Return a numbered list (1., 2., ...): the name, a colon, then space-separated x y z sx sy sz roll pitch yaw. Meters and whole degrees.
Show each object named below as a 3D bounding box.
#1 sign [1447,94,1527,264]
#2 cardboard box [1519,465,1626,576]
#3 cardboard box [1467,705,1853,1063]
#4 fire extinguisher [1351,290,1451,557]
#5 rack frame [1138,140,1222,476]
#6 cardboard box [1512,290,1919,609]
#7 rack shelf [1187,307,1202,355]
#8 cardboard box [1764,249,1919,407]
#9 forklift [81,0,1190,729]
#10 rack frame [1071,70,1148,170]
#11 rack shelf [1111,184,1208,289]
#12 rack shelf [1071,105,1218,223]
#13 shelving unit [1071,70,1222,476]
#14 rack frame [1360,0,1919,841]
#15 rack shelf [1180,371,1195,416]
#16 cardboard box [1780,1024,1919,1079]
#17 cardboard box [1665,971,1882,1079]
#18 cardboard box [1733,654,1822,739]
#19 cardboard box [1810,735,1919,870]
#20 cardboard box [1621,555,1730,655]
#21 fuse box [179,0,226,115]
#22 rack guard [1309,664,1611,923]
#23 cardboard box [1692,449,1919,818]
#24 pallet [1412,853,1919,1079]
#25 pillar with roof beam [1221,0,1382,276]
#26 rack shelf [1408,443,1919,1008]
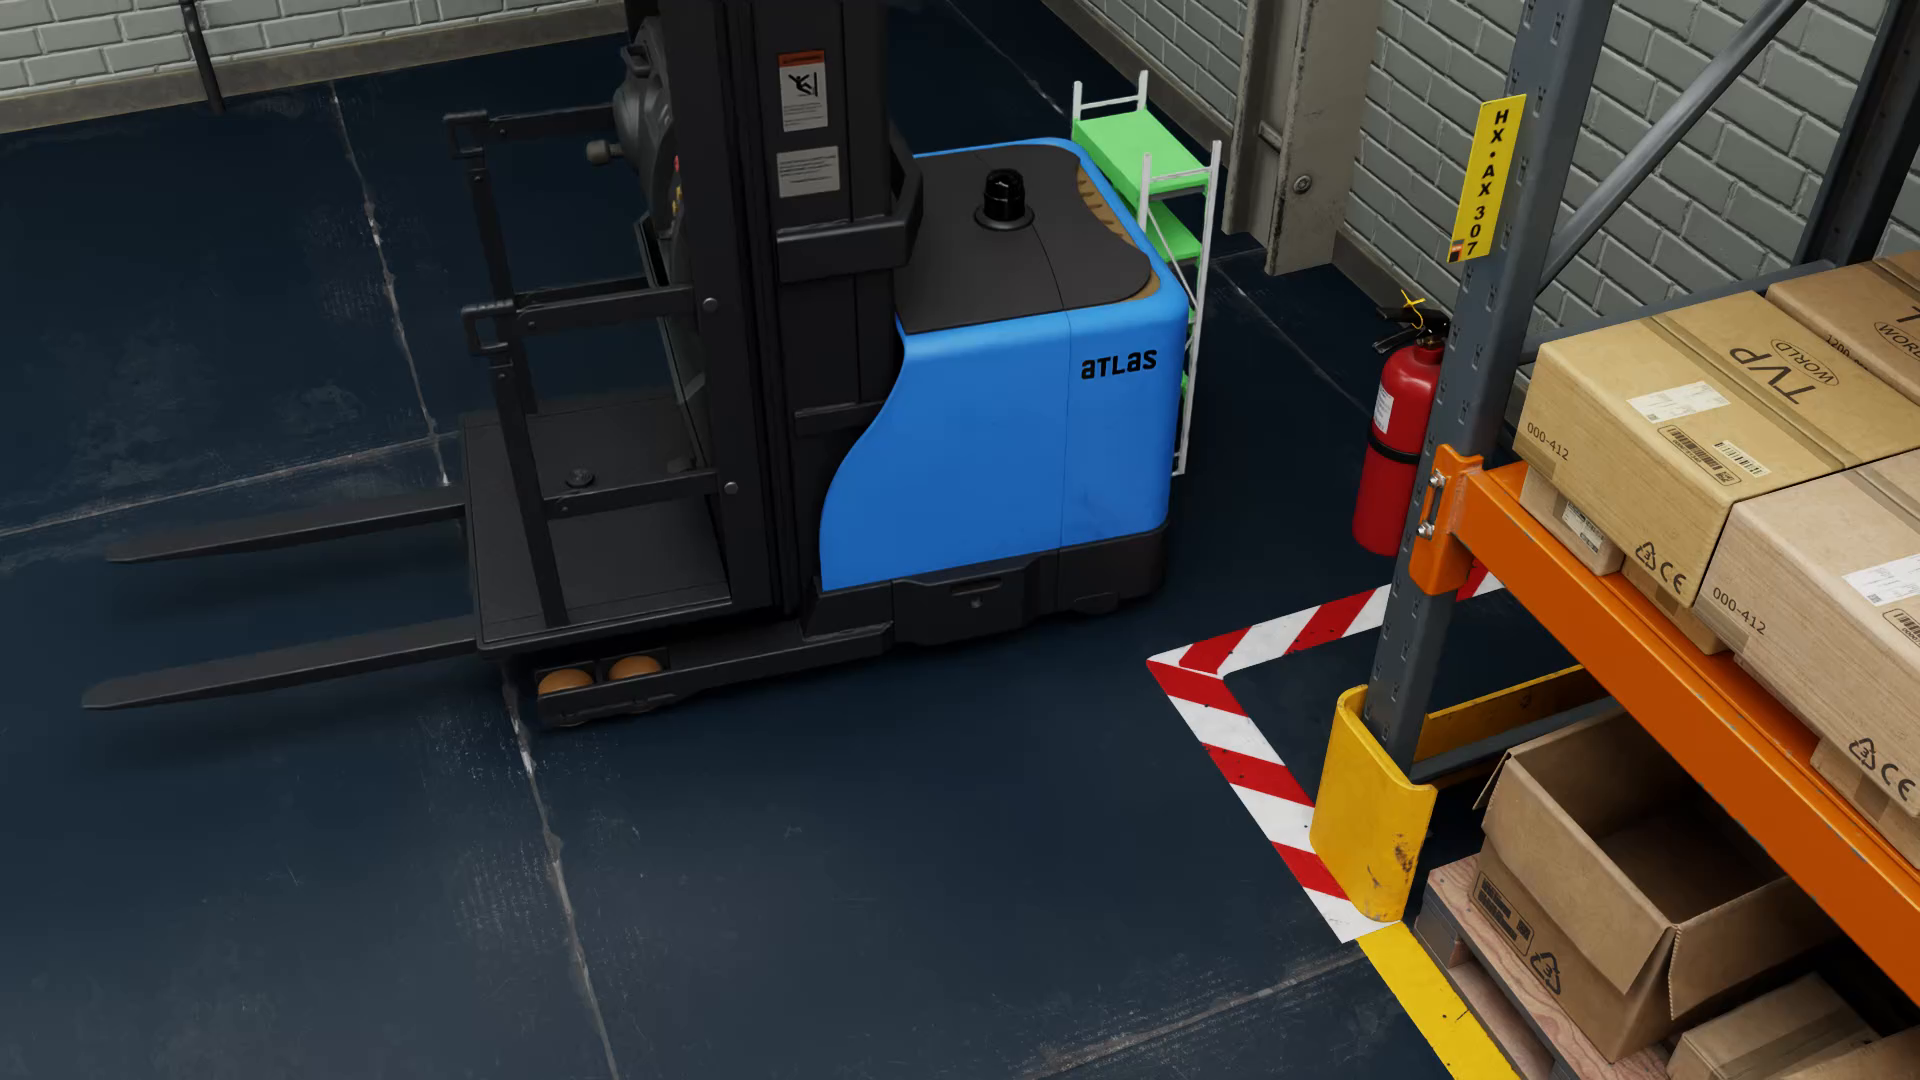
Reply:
1. sign: 0.967 -0.658 3.051 0.100 0.325 0.005 -15 43 -17
2. cardboard box: 1.341 -0.104 3.263 0.380 0.149 0.250 -15 43 -17
3. cardboard box: 1.615 0.714 3.712 0.797 0.503 0.637 -17 43 -19
4. fire extinguisher: 0.985 -0.268 3.607 0.296 0.674 0.183 -15 43 -17
5. rack frame: 0.629 -0.652 5.088 0.240 1.200 0.015 -14 43 -15
6. cardboard box: 1.393 -0.181 3.047 0.500 0.250 0.500 -15 43 -17
7. rack shelf: 0.544 -0.753 5.303 0.258 0.148 0.480 -14 43 -15
8. cardboard box: 1.889 -0.311 3.198 0.500 0.250 0.500 -14 43 -16
9. forklift: -0.954 -0.973 4.134 3.031 2.935 1.130 -10 42 -12
10. rack frame: 0.459 -0.951 5.435 0.240 1.200 0.015 -14 43 -15
11. rack shelf: 0.544 -0.935 5.147 0.258 0.148 0.480 -14 43 -15
12. rack shelf: 0.544 -1.117 4.990 0.258 0.148 0.480 -14 43 -15
13. shelving unit: 0.544 -0.801 5.262 0.258 1.200 0.503 -14 43 -15
14. rack frame: 1.468 -0.466 3.491 1.000 3.000 0.127 -15 43 -17
15. rack shelf: 0.544 -0.571 5.460 0.258 0.148 0.480 -14 43 -15
16. cardboard box: 1.906 1.240 3.103 0.700 0.500 0.500 -13 42 -15
17. cardboard box: 1.741 1.114 3.519 0.380 0.149 0.250 -17 43 -19
18. cardboard box: 1.613 0.187 2.924 0.380 0.149 0.250 -16 43 -17
19. cardboard box: 1.653 0.355 2.729 0.380 0.149 0.250 -14 43 -16
20. cardboard box: 1.481 0.038 3.098 0.380 0.149 0.250 -14 43 -16
21. fuse box: -3.299 -2.564 6.919 0.539 1.711 0.414 -15 43 -17
22. rack guard: 1.497 0.528 4.253 1.175 0.500 0.348 -15 43 -17
23. cardboard box: 1.586 0.123 2.694 0.500 0.250 0.500 -15 43 -16
24. pallet: 1.803 1.117 3.789 1.003 0.211 1.213 -15 43 -17
25. pillar with roof beam: -2.708 -3.515 2.436 9.100 9.000 0.400 -15 43 -17
26. rack shelf: 2.234 1.012 2.324 1.077 0.370 4.000 -15 43 -17
